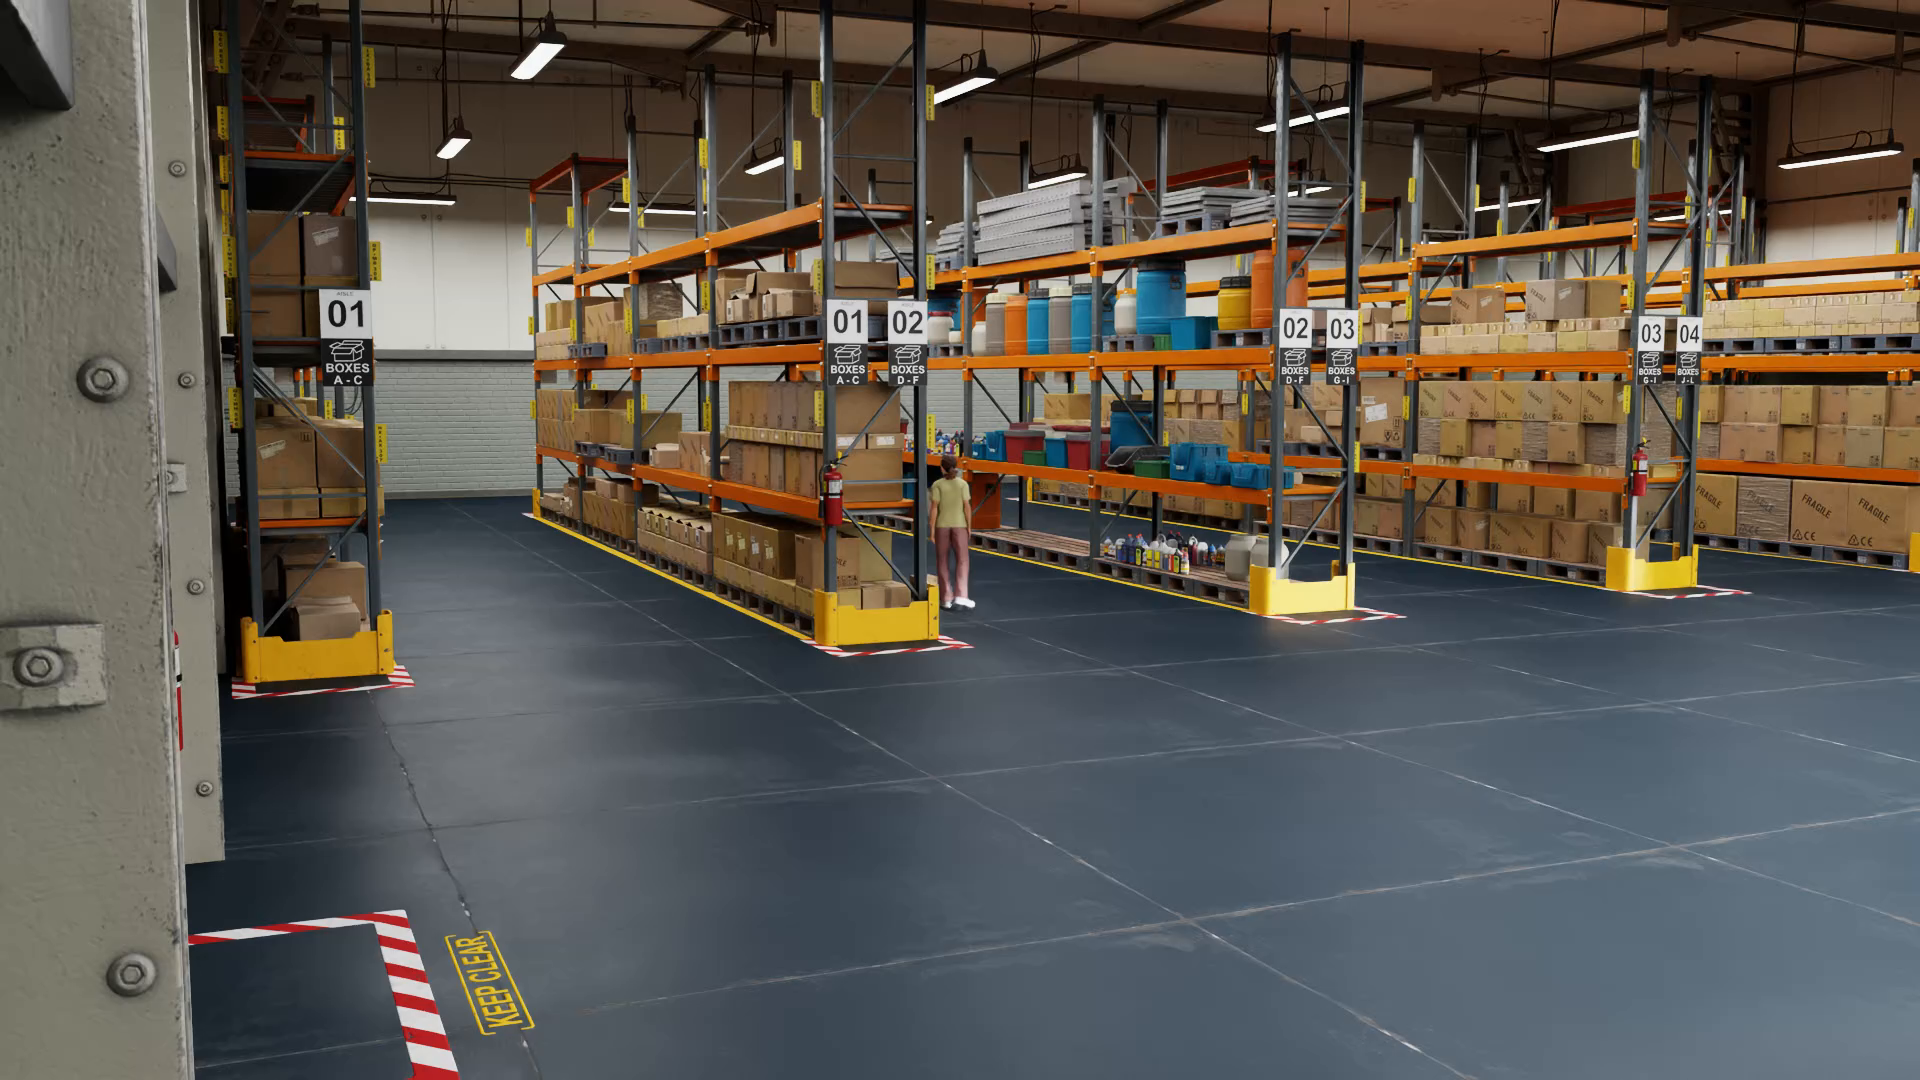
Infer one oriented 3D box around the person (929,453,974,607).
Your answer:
[{"bbox_3d":[-0.097,-0.101,17.961,0.478,1.672,0.585,0,5,-3],"label":"person"}]
